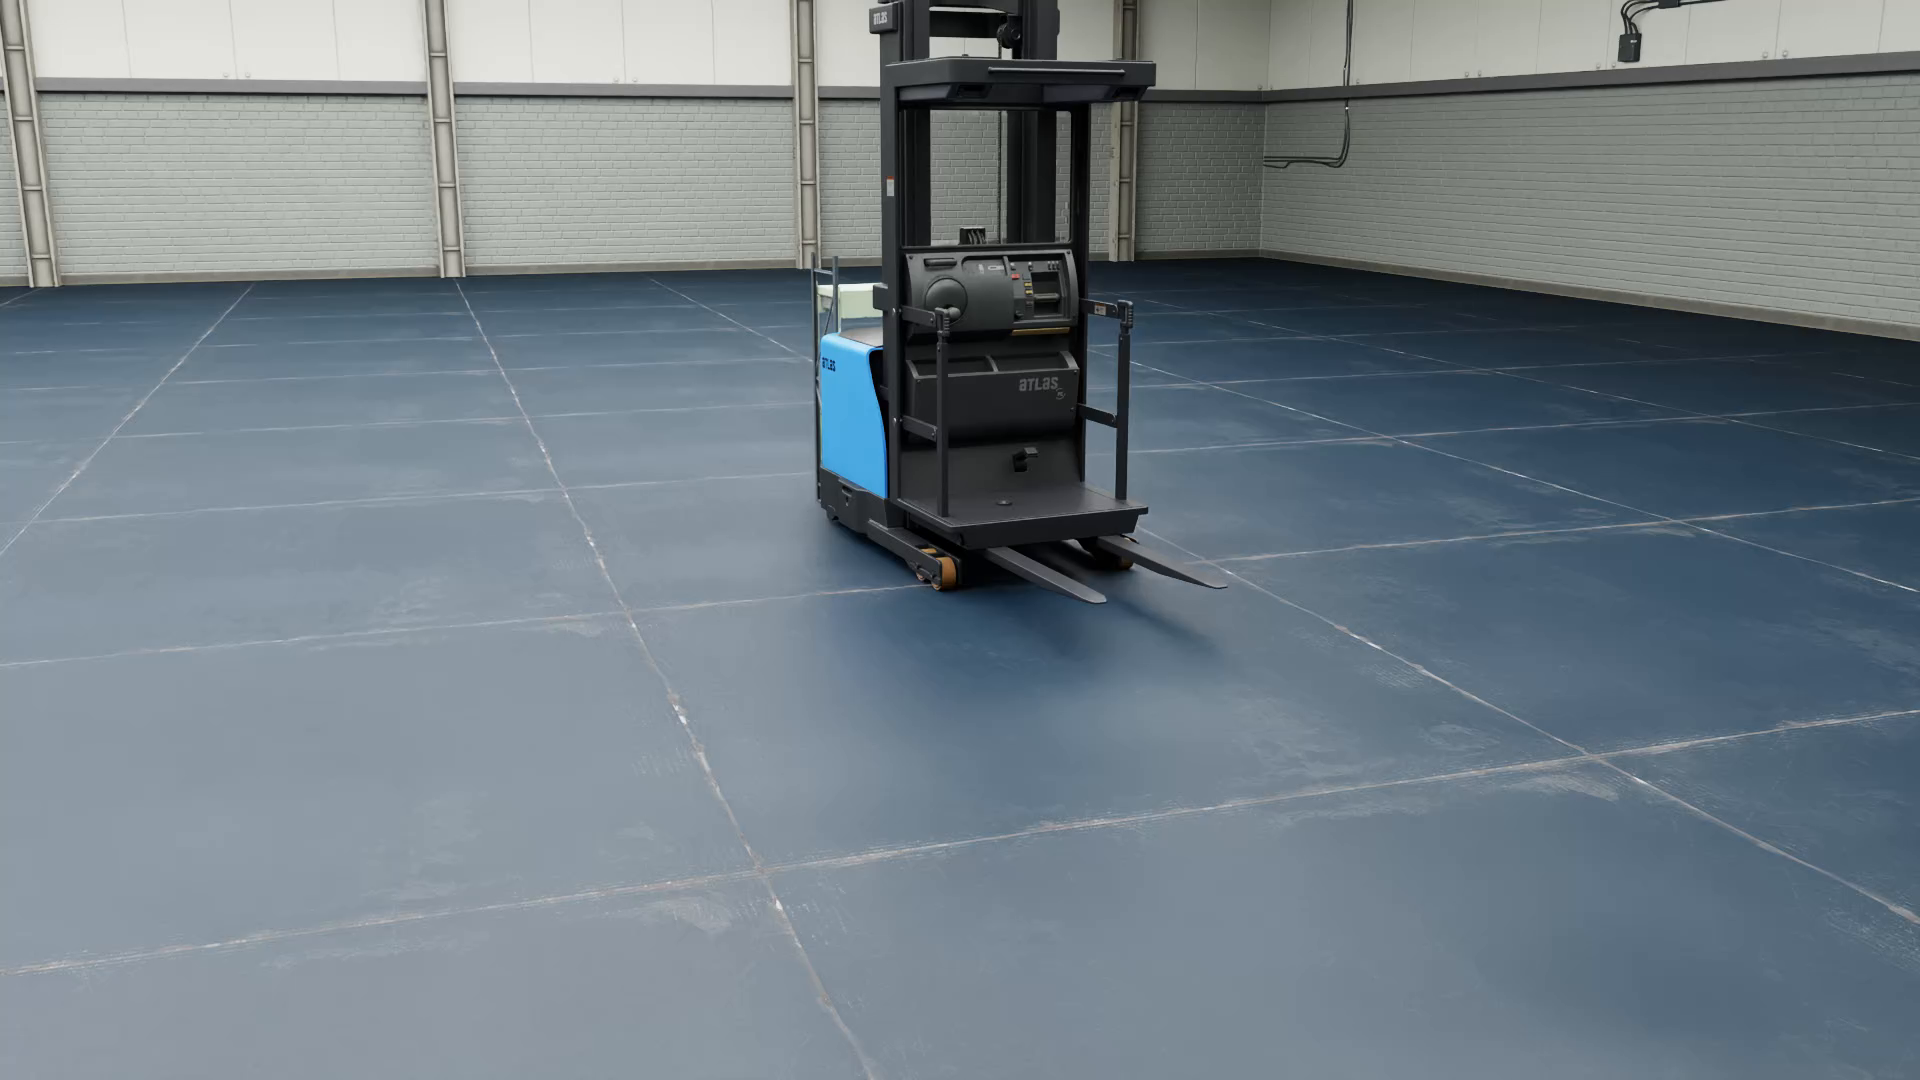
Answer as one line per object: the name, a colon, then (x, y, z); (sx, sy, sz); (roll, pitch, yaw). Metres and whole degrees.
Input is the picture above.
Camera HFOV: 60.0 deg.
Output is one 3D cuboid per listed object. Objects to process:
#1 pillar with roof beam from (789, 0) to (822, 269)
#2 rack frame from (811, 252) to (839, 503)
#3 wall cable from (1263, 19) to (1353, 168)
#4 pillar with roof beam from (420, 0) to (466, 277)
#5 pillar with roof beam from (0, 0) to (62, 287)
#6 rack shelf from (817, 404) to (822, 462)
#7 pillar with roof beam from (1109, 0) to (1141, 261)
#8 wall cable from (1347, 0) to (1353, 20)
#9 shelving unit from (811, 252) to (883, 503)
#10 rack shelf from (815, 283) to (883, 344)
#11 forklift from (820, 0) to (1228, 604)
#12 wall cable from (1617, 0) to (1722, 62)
pillar with roof beam: (-1.294, -8.220, 24.255); (0.400, 9.000, 9.100); (-4, 14, -18)
rack frame: (-0.789, -0.932, 9.821); (0.023, 1.500, 0.400); (-6, 15, -24)
wall cable: (6.233, -8.024, 30.140); (0.112, 2.526, 3.097); (-4, 14, -18)
pillar with roof beam: (-6.981, -7.777, 22.393); (0.400, 9.000, 9.100); (-4, 14, -18)
pillar with roof beam: (-12.667, -7.335, 20.532); (0.400, 9.000, 9.100); (-4, 14, -18)
rack shelf: (-0.456, -0.650, 10.045); (0.720, 0.370, 0.431); (-6, 15, -24)
pillar with roof beam: (4.393, -8.663, 26.117); (0.400, 9.000, 9.100); (-4, 14, -18)
wall cable: (7.096, -9.888, 27.061); (0.112, 2.526, 3.097); (-4, 14, -18)
shelving unit: (-0.456, -0.968, 9.970); (0.755, 1.500, 0.431); (-6, 15, -24)
rack shelf: (-0.456, -1.347, 9.879); (0.720, 0.370, 0.431); (-6, 15, -24)
forklift: (0.258, -1.293, 8.244); (1.130, 2.935, 3.031); (-6, 15, -23)
wall cable: (9.246, -9.106, 20.629); (0.169, 6.003, 2.305); (-4, 14, -18)
